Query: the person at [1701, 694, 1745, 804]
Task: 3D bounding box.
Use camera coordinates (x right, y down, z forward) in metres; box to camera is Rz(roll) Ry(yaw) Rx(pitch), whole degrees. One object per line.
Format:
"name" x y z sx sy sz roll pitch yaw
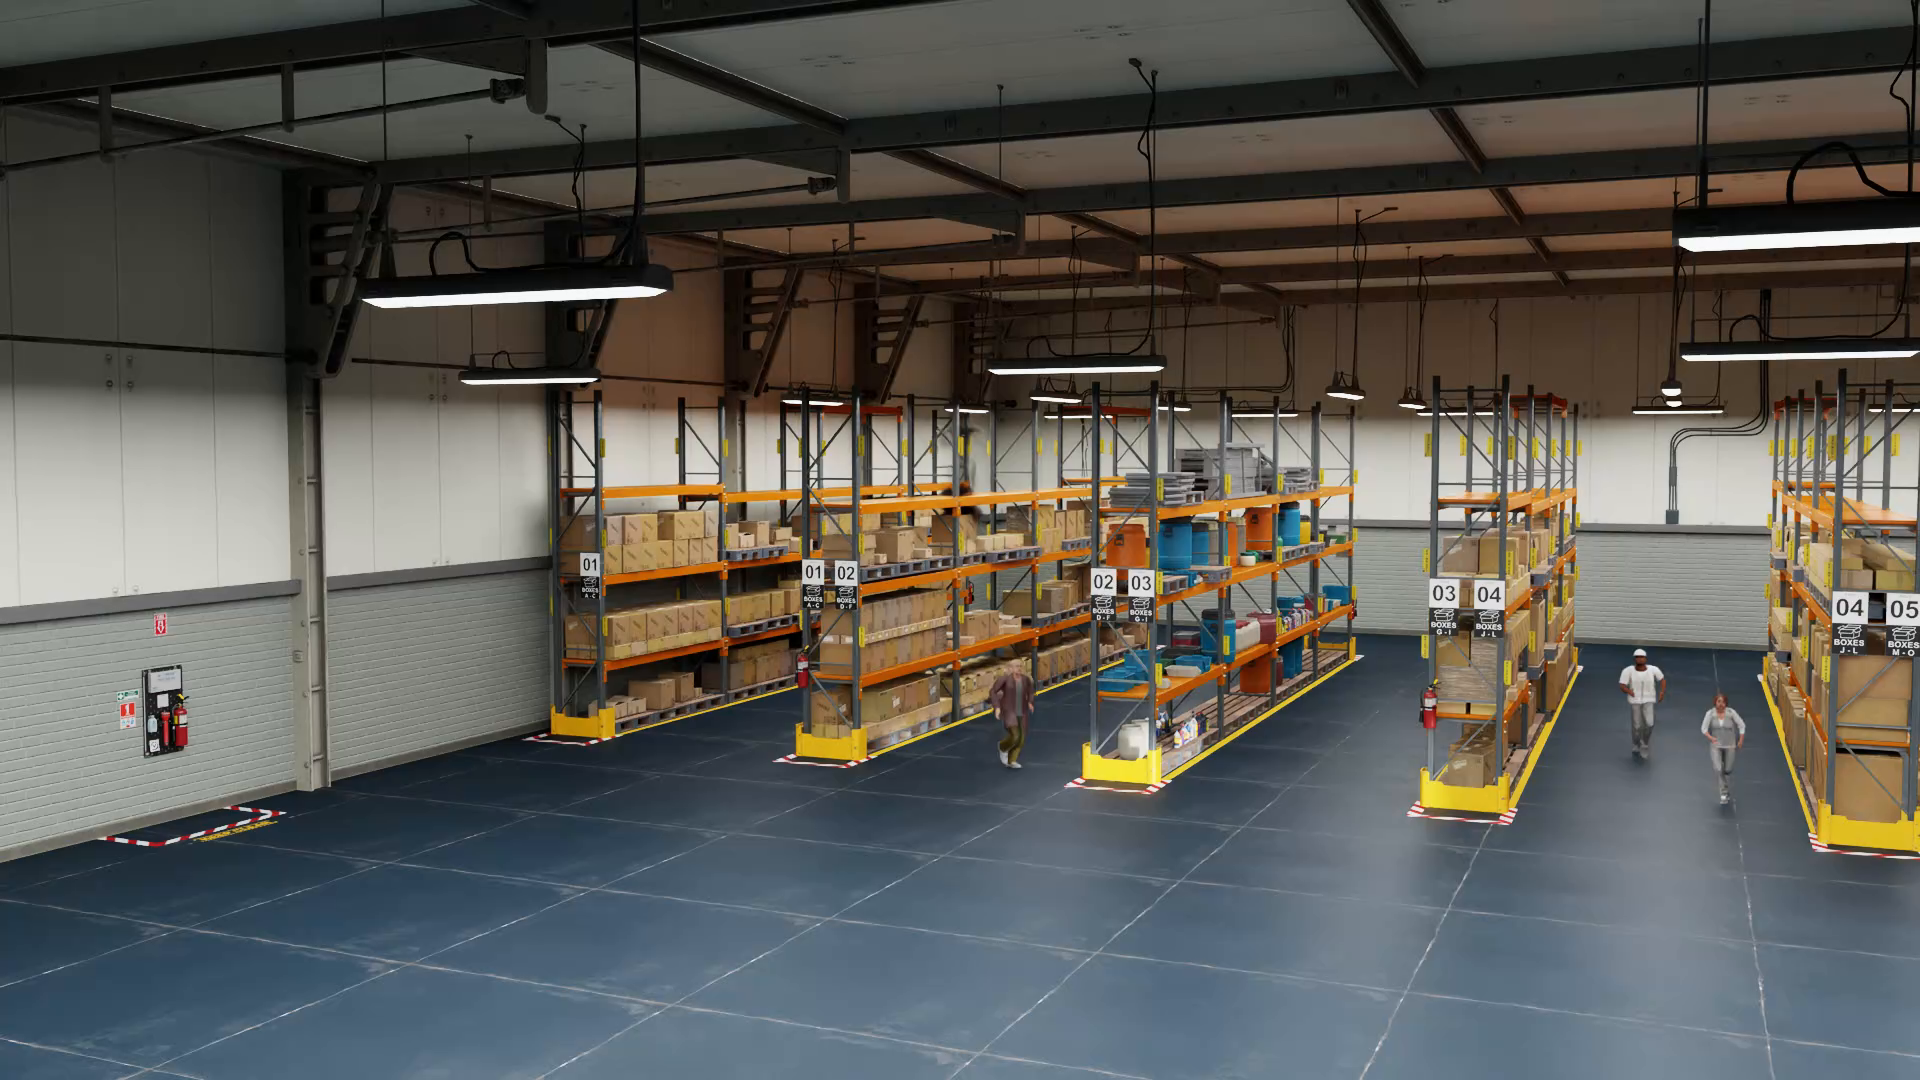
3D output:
"person" 10.827 2.943 23.611 0.575 1.557 0.653 1 3 23

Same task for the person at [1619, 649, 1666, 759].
"person" 11.044 2.652 26.969 0.671 1.769 0.705 1 3 21

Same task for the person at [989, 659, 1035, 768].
"person" 0.863 2.713 25.814 0.701 1.710 0.670 -2 4 -27
